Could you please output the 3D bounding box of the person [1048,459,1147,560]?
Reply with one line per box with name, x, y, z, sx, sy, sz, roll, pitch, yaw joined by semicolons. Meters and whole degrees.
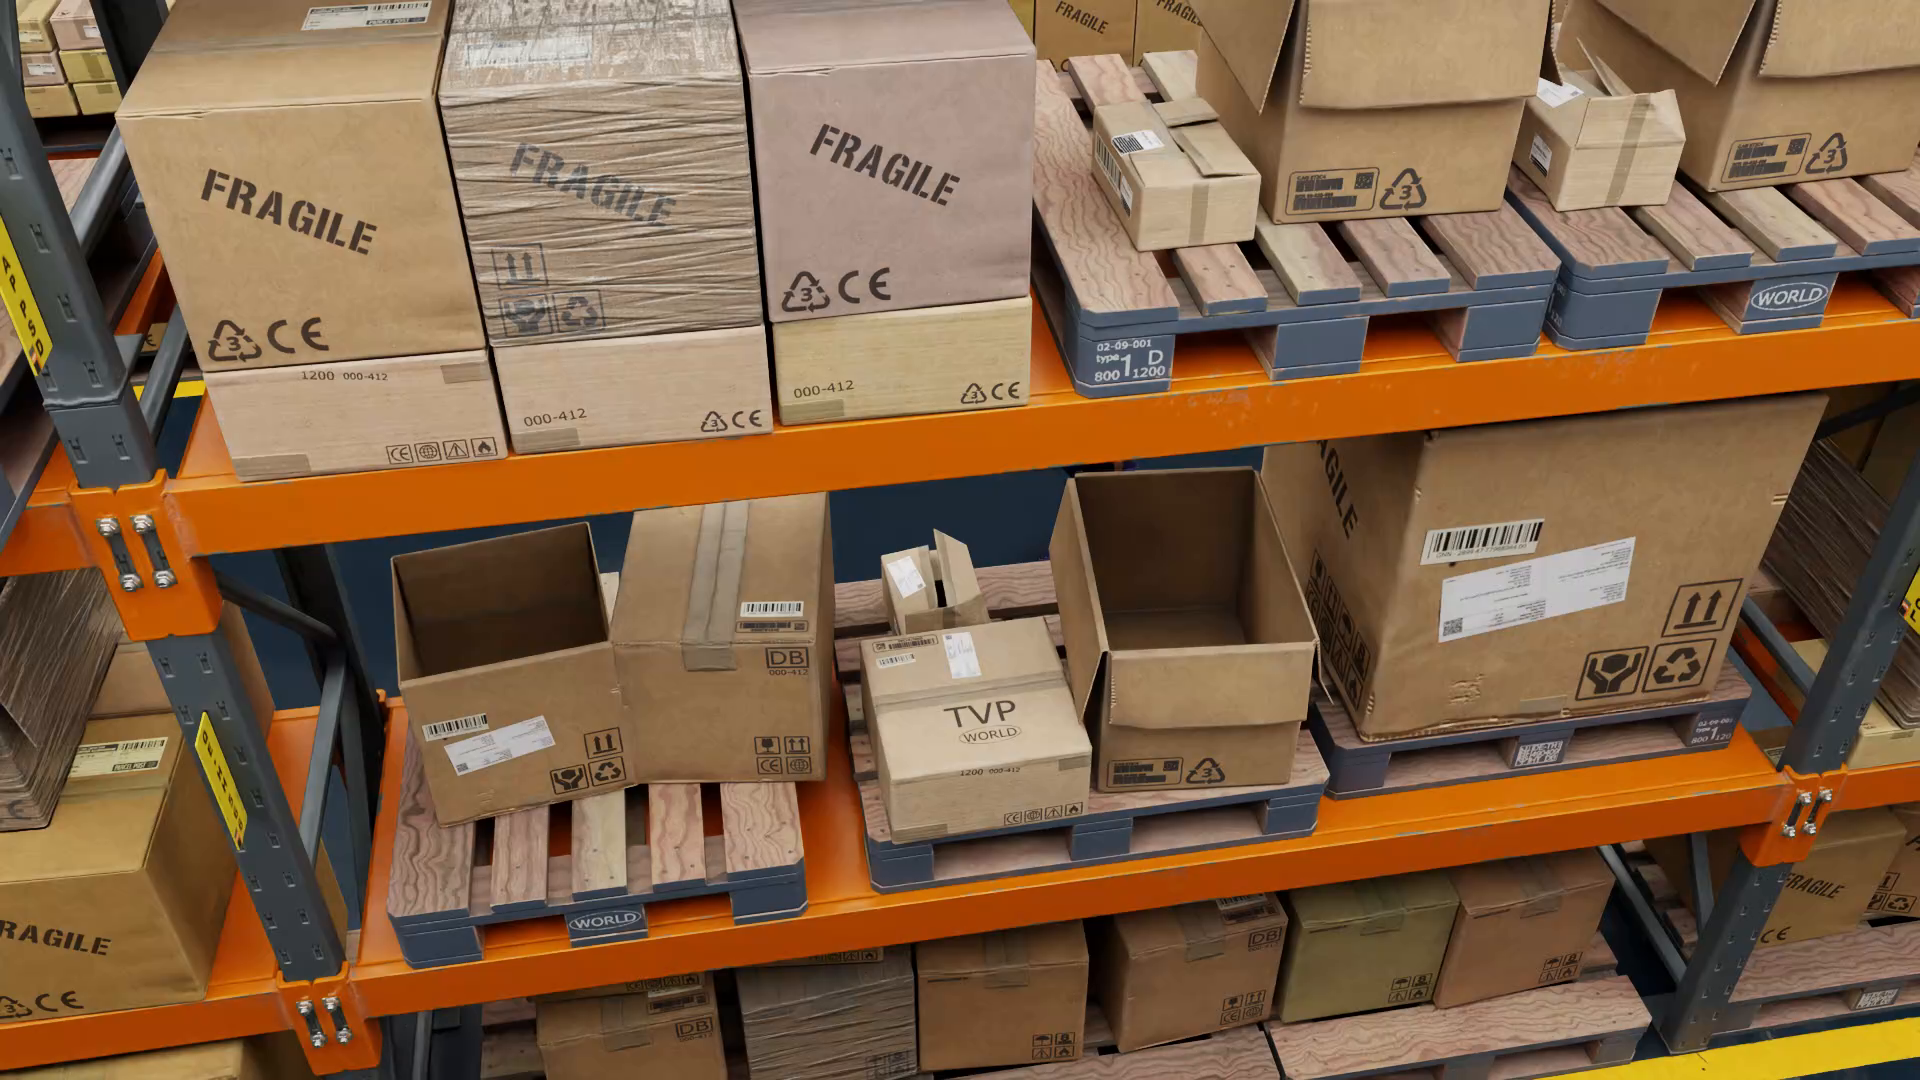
person;0.553;-0.489;6.772;0.696;1.626;0.515;-23;44;-26
